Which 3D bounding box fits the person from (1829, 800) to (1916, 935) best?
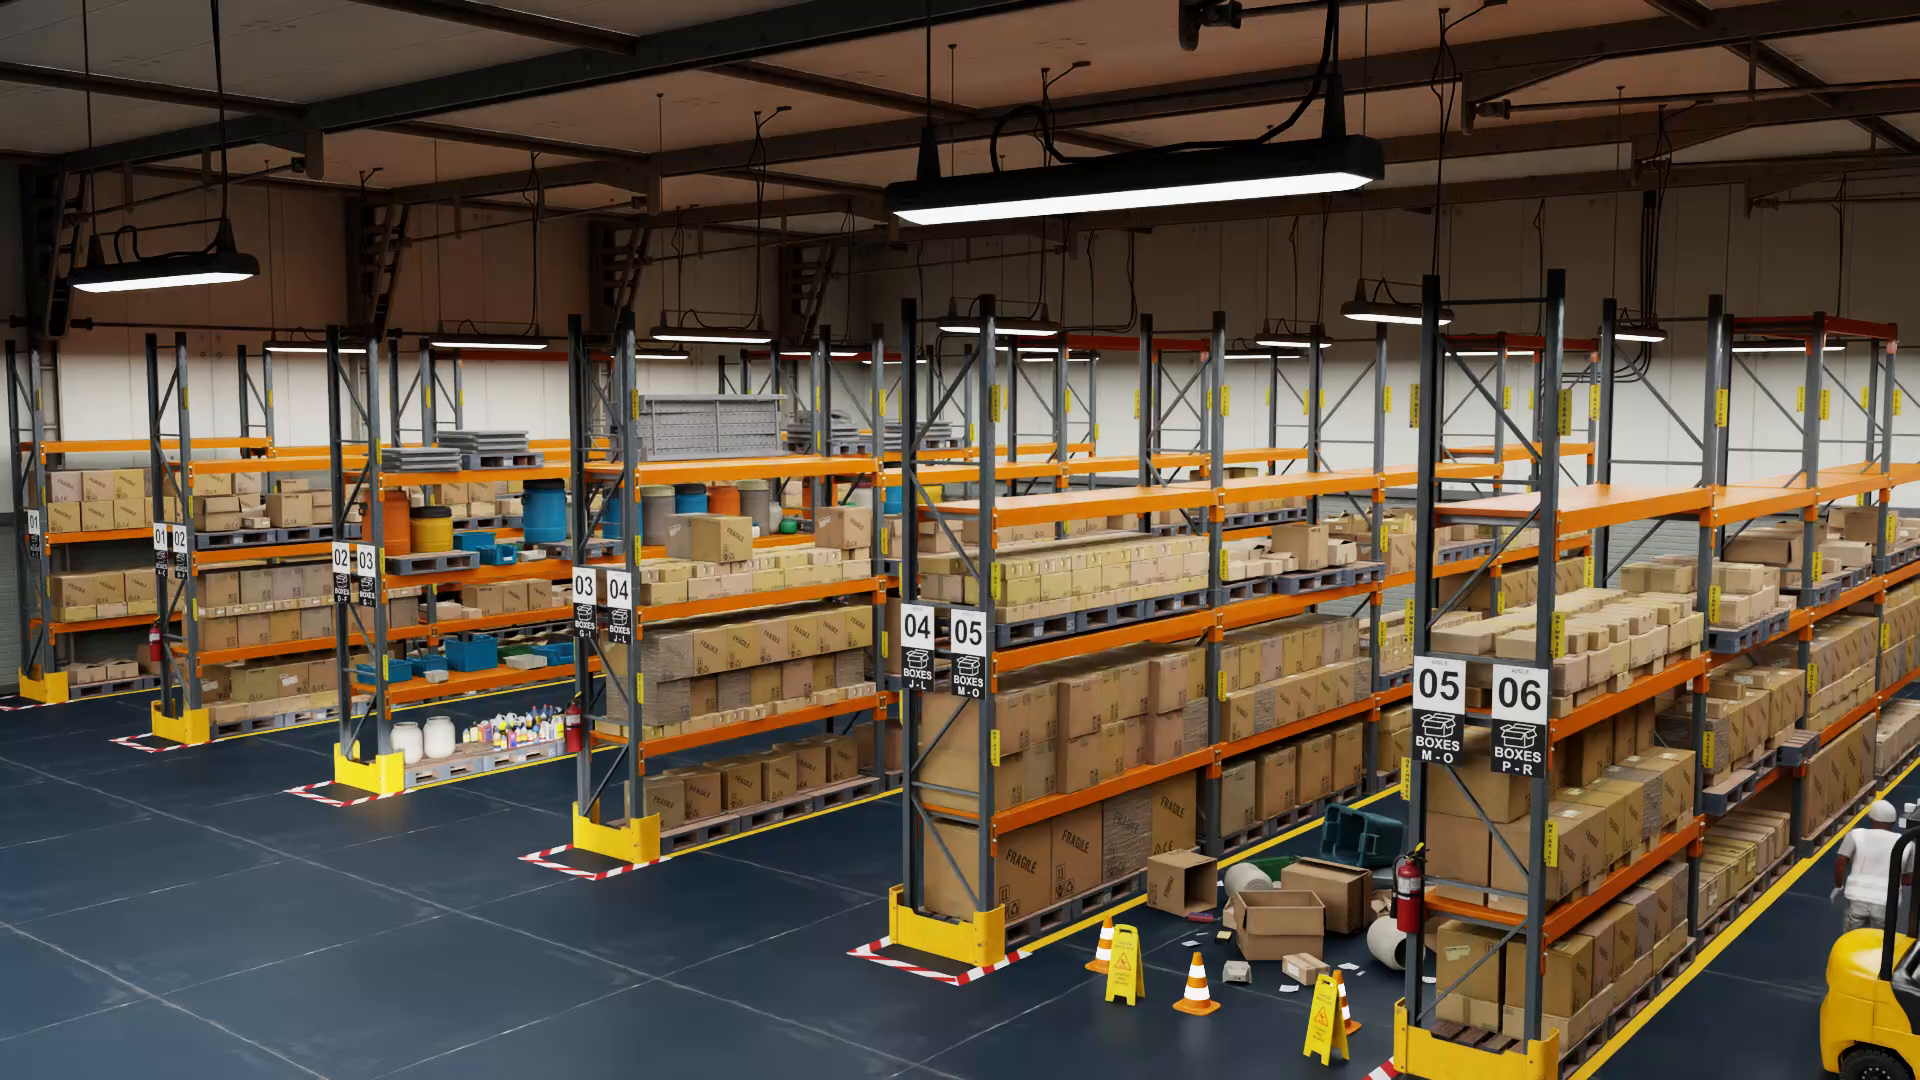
[{"bbox_3d":[7.765,3.067,14.150,0.644,1.673,0.787,4,7,39],"label":"person"}]
